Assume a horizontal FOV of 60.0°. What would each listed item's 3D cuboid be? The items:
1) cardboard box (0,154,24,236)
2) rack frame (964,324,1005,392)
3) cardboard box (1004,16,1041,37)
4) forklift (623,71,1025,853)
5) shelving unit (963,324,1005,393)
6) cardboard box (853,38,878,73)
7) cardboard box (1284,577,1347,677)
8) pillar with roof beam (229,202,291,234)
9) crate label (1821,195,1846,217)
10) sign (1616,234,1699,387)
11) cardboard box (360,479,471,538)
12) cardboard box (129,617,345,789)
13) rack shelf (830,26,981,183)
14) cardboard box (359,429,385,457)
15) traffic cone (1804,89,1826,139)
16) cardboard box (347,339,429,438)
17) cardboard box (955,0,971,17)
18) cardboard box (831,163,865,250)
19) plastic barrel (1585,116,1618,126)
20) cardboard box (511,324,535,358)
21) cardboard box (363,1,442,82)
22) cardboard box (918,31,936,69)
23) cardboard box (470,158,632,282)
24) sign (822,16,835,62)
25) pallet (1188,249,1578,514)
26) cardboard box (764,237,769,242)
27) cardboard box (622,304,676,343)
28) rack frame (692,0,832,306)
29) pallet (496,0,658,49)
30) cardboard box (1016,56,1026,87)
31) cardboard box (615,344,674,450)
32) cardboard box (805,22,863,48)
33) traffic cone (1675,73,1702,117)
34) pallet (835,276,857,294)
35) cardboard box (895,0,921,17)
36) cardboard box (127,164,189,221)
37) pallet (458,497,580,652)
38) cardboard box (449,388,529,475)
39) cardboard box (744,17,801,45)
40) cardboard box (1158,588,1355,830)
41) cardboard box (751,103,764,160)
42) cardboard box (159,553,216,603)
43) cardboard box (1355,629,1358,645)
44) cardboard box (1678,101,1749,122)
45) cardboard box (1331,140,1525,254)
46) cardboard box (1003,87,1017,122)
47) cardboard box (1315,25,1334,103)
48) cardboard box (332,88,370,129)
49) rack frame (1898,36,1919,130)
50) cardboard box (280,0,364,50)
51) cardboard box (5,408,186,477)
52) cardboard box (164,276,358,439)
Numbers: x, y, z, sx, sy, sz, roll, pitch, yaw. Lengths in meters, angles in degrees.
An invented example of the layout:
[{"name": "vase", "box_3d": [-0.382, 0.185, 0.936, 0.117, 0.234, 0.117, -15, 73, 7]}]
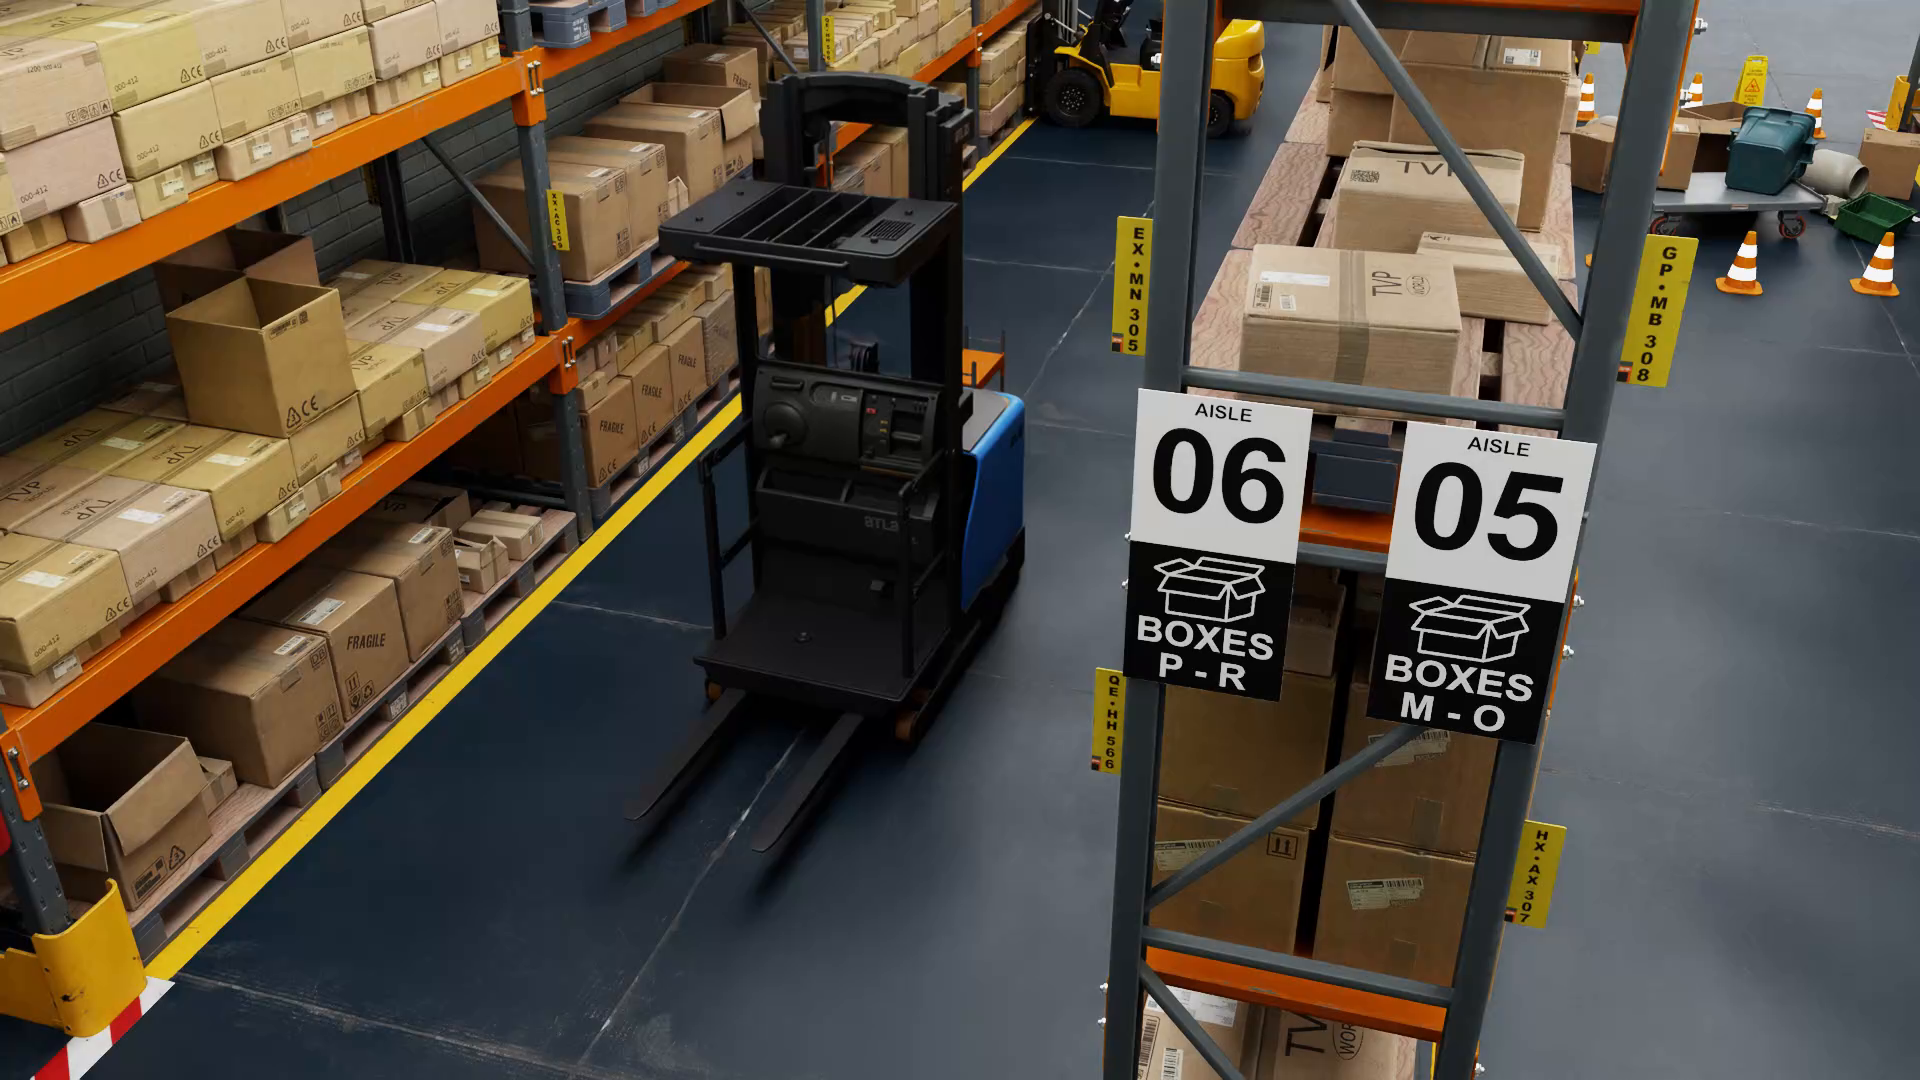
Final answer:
[{"name": "cardboard box", "box_3d": [-3.440, -1.076, 5.361, 0.500, 0.250, 0.500, 8, 30, 14]}, {"name": "rack frame", "box_3d": [0.140, -0.685, 9.748, 0.240, 1.200, 0.015, 10, 31, 17]}, {"name": "cardboard box", "box_3d": [0.589, -5.421, 17.777, 0.500, 0.250, 0.500, 8, 30, 14]}, {"name": "forklift", "box_3d": [-0.619, -0.529, 7.686, 1.130, 2.935, 3.031, 10, 31, 17]}, {"name": "shelving unit", "box_3d": [0.057, -0.574, 9.548, 0.258, 1.200, 0.503, 10, 31, 17]}, {"name": "cardboard box", "box_3d": [-0.971, -3.808, 13.149, 0.500, 0.250, 0.500, 9, 30, 16]}, {"name": "cardboard box", "box_3d": [0.829, 0.214, 4.481, 0.380, 0.149, 0.250, 9, 30, 16]}, {"name": "pillar with roof beam", "box_3d": [0.392, -3.205, 6.254, 9.100, 9.000, 0.400, 8, 30, 15]}, {"name": "crate label", "box_3d": [7.863, -3.032, 15.060, 0.298, 0.136, 0.250, -12, 31, -20]}, {"name": "sign", "box_3d": [1.443, -0.472, 3.447, 0.100, 0.325, 0.005, 8, 30, 15]}, {"name": "cardboard box", "box_3d": [-3.077, -0.127, 9.227, 0.500, 0.311, 0.500, 10, 30, 17]}, {"name": "cardboard box", "box_3d": [-3.273, 0.713, 7.522, 0.700, 0.500, 0.500, 10, 31, 17]}, {"name": "rack shelf", "box_3d": [-0.896, -3.866, 14.354, 1.077, 0.370, 4.000, 8, 30, 15]}, {"name": "cardboard box", "box_3d": [-2.952, -0.505, 7.831, 0.380, 0.149, 0.250, 9, 30, 16]}, {"name": "traffic cone", "box_3d": [8.859, -4.450, 17.274, 0.336, 0.463, 0.334, 8, 30, 15]}, {"name": "cardboard box", "box_3d": [-2.866, -0.720, 7.808, 0.500, 0.250, 0.500, 8, 30, 15]}, {"name": "cardboard box", "box_3d": [-0.209, -4.998, 15.289, 0.500, 0.250, 0.500, 8, 30, 14]}, {"name": "cardboard box", "box_3d": [-1.287, -2.685, 13.501, 0.875, 0.625, 0.625, 9, 30, 16]}, {"name": "plastic barrel", "box_3d": [6.452, -3.961, 16.434, 0.421, 0.421, 0.512, -17, 34, -28]}, {"name": "cardboard box", "box_3d": [-2.510, -1.098, 8.897, 0.380, 0.149, 0.250, 9, 30, 16]}, {"name": "cardboard box", "box_3d": [-2.702, -2.264, 7.498, 0.500, 0.250, 0.500, 7, 30, 13]}, {"name": "cardboard box", "box_3d": [-0.524, -4.312, 14.570, 0.500, 0.250, 0.500, 9, 30, 15]}, {"name": "cardboard box", "box_3d": [-2.302, -1.812, 9.387, 0.700, 0.500, 0.500, 9, 30, 16]}, {"name": "sign", "box_3d": [-0.962, -3.649, 12.115, 0.100, 0.325, 0.005, 8, 30, 15]}, {"name": "pallet", "box_3d": [1.122, -0.445, 4.470, 1.003, 0.211, 1.213, 8, 30, 15]}, {"name": "cardboard box", "box_3d": [-1.556, -2.113, 11.934, 0.380, 0.149, 0.250, 7, 30, 13]}, {"name": "cardboard box", "box_3d": [-2.049, -1.396, 10.647, 0.380, 0.149, 0.250, 8, 30, 15]}, {"name": "rack frame", "box_3d": [-1.483, -3.251, 12.509, 1.000, 3.000, 0.127, 8, 30, 15]}, {"name": "pallet", "box_3d": [-2.399, -2.914, 9.010, 1.213, 0.211, 1.003, 8, 30, 15]}, {"name": "cardboard box", "box_3d": [0.432, -4.957, 17.458, 0.500, 0.250, 0.500, 8, 30, 14]}, {"name": "cardboard box", "box_3d": [-2.153, -0.925, 10.466, 0.500, 0.500, 0.500, 8, 30, 14]}, {"name": "cardboard box", "box_3d": [-0.980, -3.932, 12.962, 0.380, 0.149, 0.250, 9, 30, 16]}, {"name": "traffic cone", "box_3d": [7.879, -4.769, 17.847, 0.336, 0.463, 0.334, 8, 30, 15]}, {"name": "pallet", "box_3d": [-1.204, -2.409, 13.864, 1.003, 0.211, 1.213, 8, 30, 15]}, {"name": "cardboard box", "box_3d": [-0.548, -4.514, 14.009, 0.380, 0.149, 0.250, 8, 30, 14]}, {"name": "cardboard box", "box_3d": [-3.131, -1.315, 6.202, 0.380, 0.149, 0.250, 8, 30, 15]}, {"name": "pallet", "box_3d": [-2.860, 0.146, 9.271, 1.003, 0.211, 1.213, 8, 30, 15]}, {"name": "cardboard box", "box_3d": [-2.796, -0.754, 10.159, 0.500, 0.500, 0.500, 8, 30, 15]}, {"name": "cardboard box", "box_3d": [-1.477, -4.007, 13.098, 0.380, 0.149, 0.250, 8, 30, 15]}, {"name": "cardboard box", "box_3d": [0.829, 0.435, 4.752, 0.500, 0.500, 0.500, 9, 30, 17]}, {"name": "cardboard box", "box_3d": [-1.484, -2.833, 11.479, 0.500, 0.250, 0.500, 7, 30, 13]}, {"name": "cardboard box", "box_3d": [-3.266, 0.102, 6.739, 0.380, 0.149, 0.250, 9, 30, 16]}, {"name": "cardboard box", "box_3d": [1.749, 0.239, 6.131, 0.500, 0.500, 0.500, 10, 30, 17]}, {"name": "cardboard box", "box_3d": [7.516, -3.994, 16.412, 0.797, 0.503, 0.637, -12, 31, -20]}, {"name": "cardboard box", "box_3d": [1.402, -1.014, 4.959, 0.500, 0.311, 0.500, 9, 30, 16]}, {"name": "cardboard box", "box_3d": [0.284, -4.508, 17.164, 0.500, 0.250, 0.500, 8, 30, 14]}, {"name": "cardboard box", "box_3d": [1.715, -2.024, 6.579, 0.500, 0.500, 0.500, 9, 30, 16]}, {"name": "cardboard box", "box_3d": [-2.826, -1.914, 7.277, 0.380, 0.149, 0.250, 10, 30, 17]}, {"name": "rack frame", "box_3d": [10.373, -5.603, 16.736, 1.000, 3.000, 0.127, 8, 30, 15]}, {"name": "cardboard box", "box_3d": [-2.873, -2.246, 6.950, 0.500, 0.250, 0.500, 9, 30, 16]}, {"name": "cardboard box", "box_3d": [-3.648, -0.318, 7.085, 0.500, 0.250, 0.500, 9, 30, 16]}, {"name": "cardboard box", "box_3d": [-3.001, -0.795, 7.170, 0.500, 0.500, 0.500, 9, 30, 16]}]
